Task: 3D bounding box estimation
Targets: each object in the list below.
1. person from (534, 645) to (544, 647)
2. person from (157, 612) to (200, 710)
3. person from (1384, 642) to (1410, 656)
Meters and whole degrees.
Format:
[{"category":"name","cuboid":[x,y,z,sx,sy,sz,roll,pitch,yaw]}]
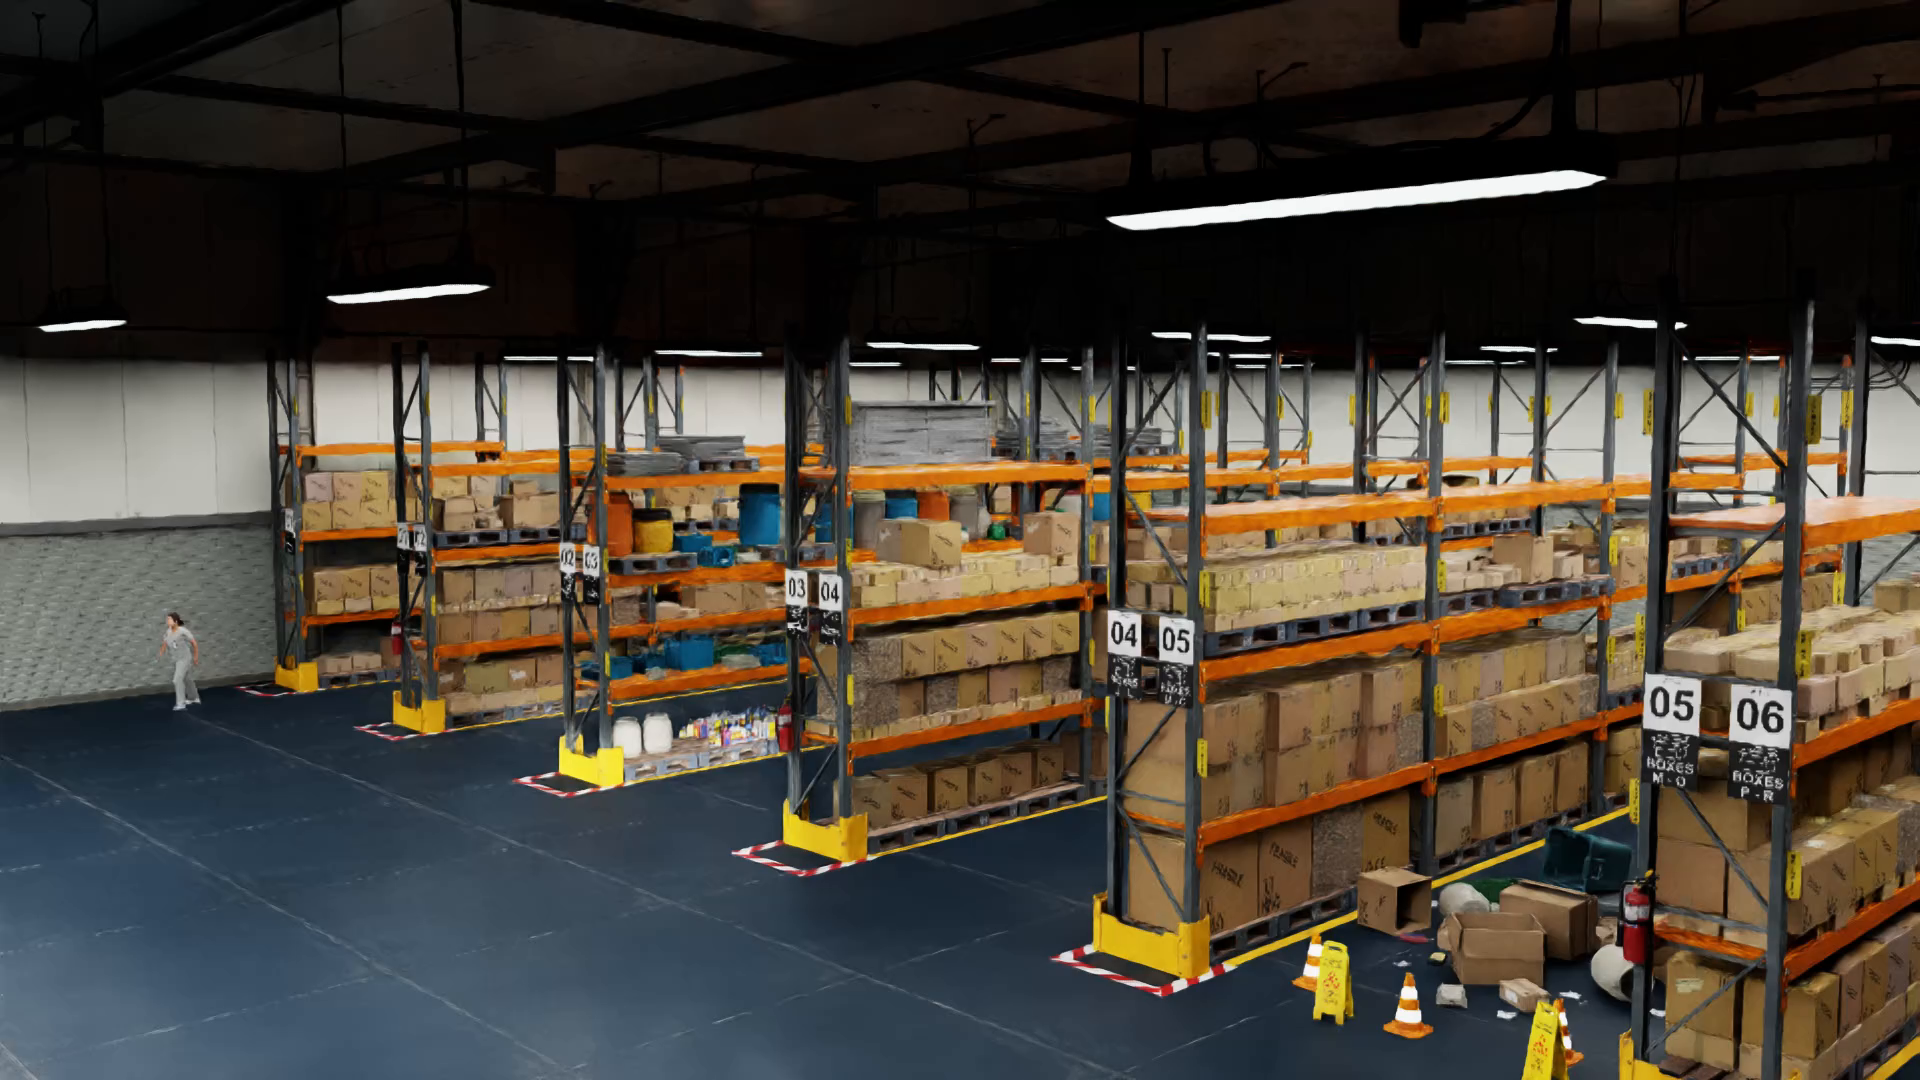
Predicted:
[{"category":"person","cuboid":[-7.842,1.656,30.610,0.564,1.699,1.088,4,6,37]},{"category":"person","cuboid":[-12.868,1.976,27.513,0.614,1.610,0.799,3,6,27]},{"category":"person","cuboid":[6.374,2.195,24.308,0.616,1.721,0.535,-1,5,-17]}]
